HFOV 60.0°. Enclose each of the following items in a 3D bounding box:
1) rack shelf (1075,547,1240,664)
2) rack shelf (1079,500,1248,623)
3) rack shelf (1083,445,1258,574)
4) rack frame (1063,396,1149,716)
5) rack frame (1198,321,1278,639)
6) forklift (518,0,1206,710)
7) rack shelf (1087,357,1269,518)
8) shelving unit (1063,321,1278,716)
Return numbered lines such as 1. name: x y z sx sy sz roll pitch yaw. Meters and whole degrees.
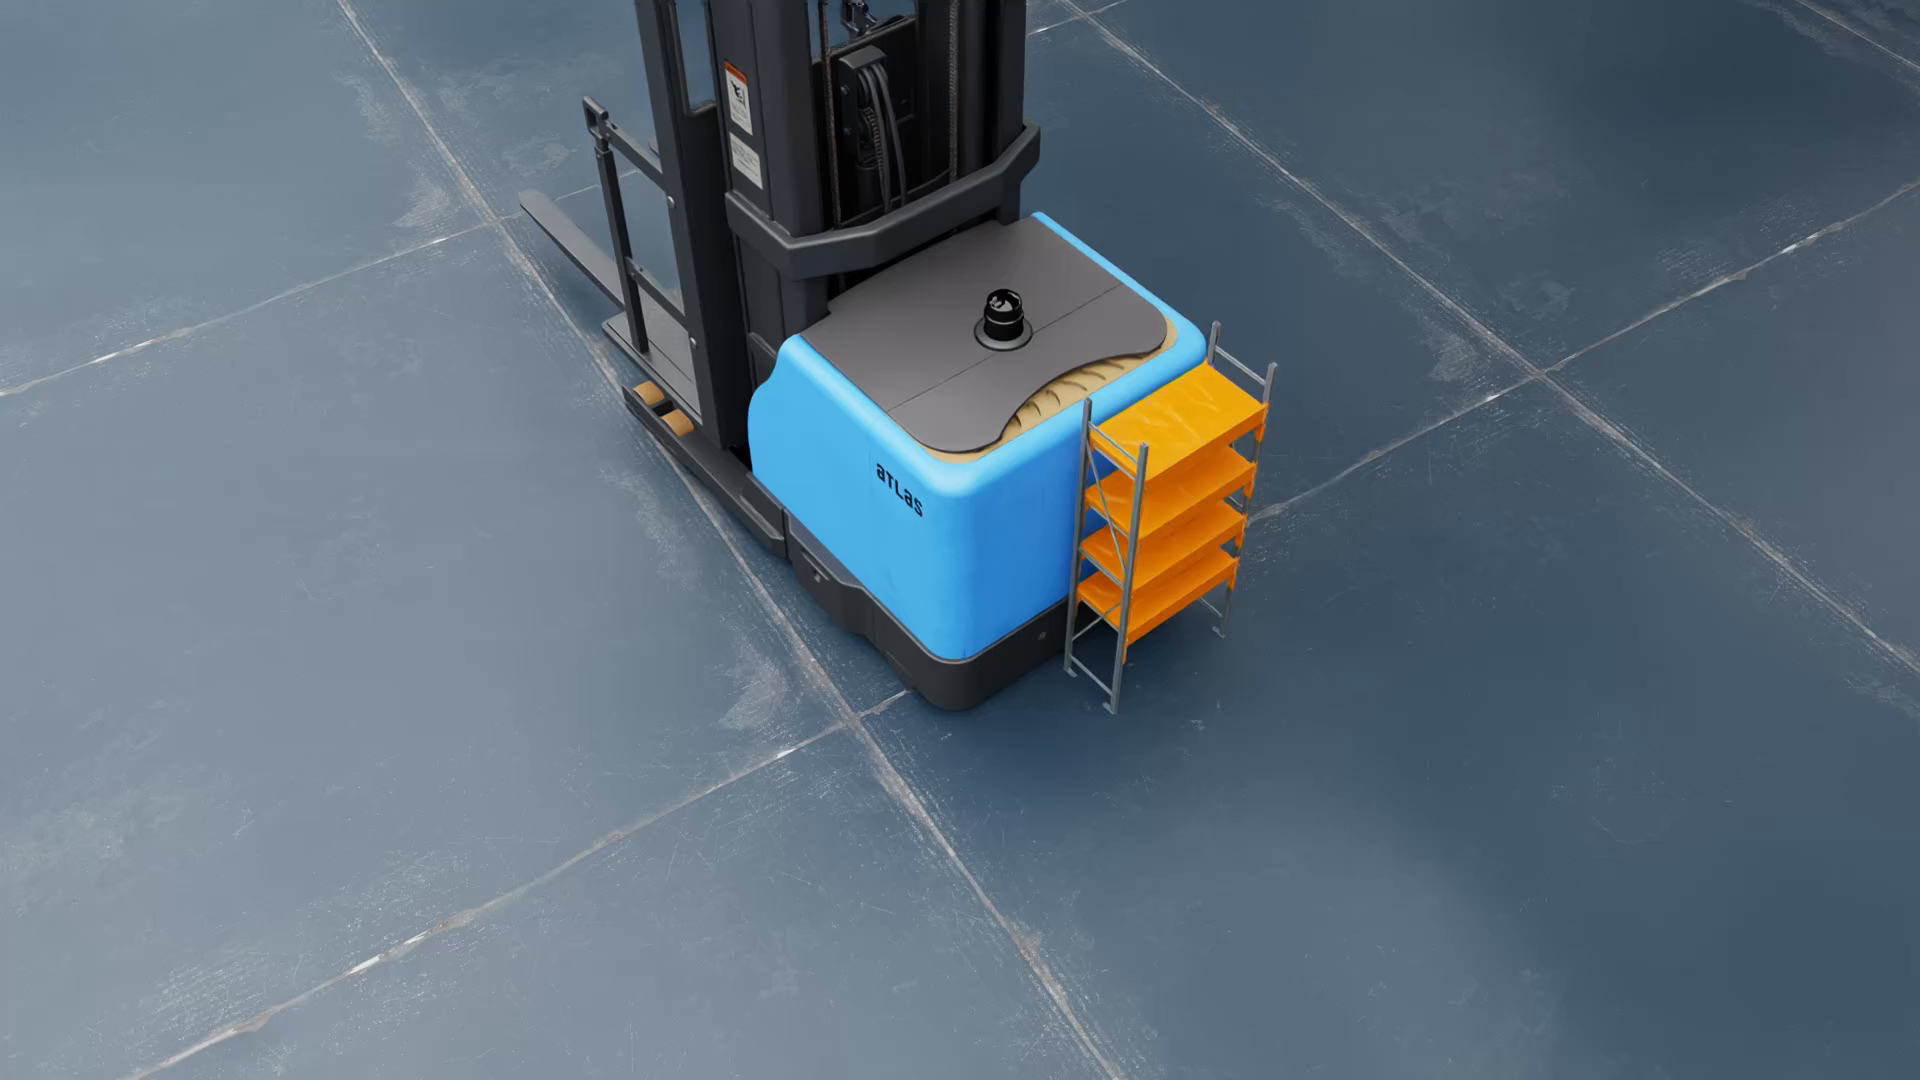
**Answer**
1. rack shelf: 0.604 0.145 5.173 0.480 0.148 0.258 -31 55 -25
2. rack shelf: 0.604 0.013 5.025 0.480 0.148 0.258 -31 55 -25
3. rack shelf: 0.604 -0.136 4.858 0.480 0.148 0.258 -31 55 -25
4. rack frame: 0.415 0.084 4.872 0.015 1.200 0.240 -31 55 -25
5. rack frame: 0.793 -0.147 5.078 0.015 1.200 0.240 -31 55 -25
6. forklift: -0.573 -1.490 5.114 1.130 2.935 3.031 -31 55 -25
7. rack shelf: 0.604 -0.293 4.681 0.480 0.148 0.258 -31 55 -25
8. shelving unit: 0.604 -0.032 4.975 0.503 1.200 0.258 -31 55 -25
